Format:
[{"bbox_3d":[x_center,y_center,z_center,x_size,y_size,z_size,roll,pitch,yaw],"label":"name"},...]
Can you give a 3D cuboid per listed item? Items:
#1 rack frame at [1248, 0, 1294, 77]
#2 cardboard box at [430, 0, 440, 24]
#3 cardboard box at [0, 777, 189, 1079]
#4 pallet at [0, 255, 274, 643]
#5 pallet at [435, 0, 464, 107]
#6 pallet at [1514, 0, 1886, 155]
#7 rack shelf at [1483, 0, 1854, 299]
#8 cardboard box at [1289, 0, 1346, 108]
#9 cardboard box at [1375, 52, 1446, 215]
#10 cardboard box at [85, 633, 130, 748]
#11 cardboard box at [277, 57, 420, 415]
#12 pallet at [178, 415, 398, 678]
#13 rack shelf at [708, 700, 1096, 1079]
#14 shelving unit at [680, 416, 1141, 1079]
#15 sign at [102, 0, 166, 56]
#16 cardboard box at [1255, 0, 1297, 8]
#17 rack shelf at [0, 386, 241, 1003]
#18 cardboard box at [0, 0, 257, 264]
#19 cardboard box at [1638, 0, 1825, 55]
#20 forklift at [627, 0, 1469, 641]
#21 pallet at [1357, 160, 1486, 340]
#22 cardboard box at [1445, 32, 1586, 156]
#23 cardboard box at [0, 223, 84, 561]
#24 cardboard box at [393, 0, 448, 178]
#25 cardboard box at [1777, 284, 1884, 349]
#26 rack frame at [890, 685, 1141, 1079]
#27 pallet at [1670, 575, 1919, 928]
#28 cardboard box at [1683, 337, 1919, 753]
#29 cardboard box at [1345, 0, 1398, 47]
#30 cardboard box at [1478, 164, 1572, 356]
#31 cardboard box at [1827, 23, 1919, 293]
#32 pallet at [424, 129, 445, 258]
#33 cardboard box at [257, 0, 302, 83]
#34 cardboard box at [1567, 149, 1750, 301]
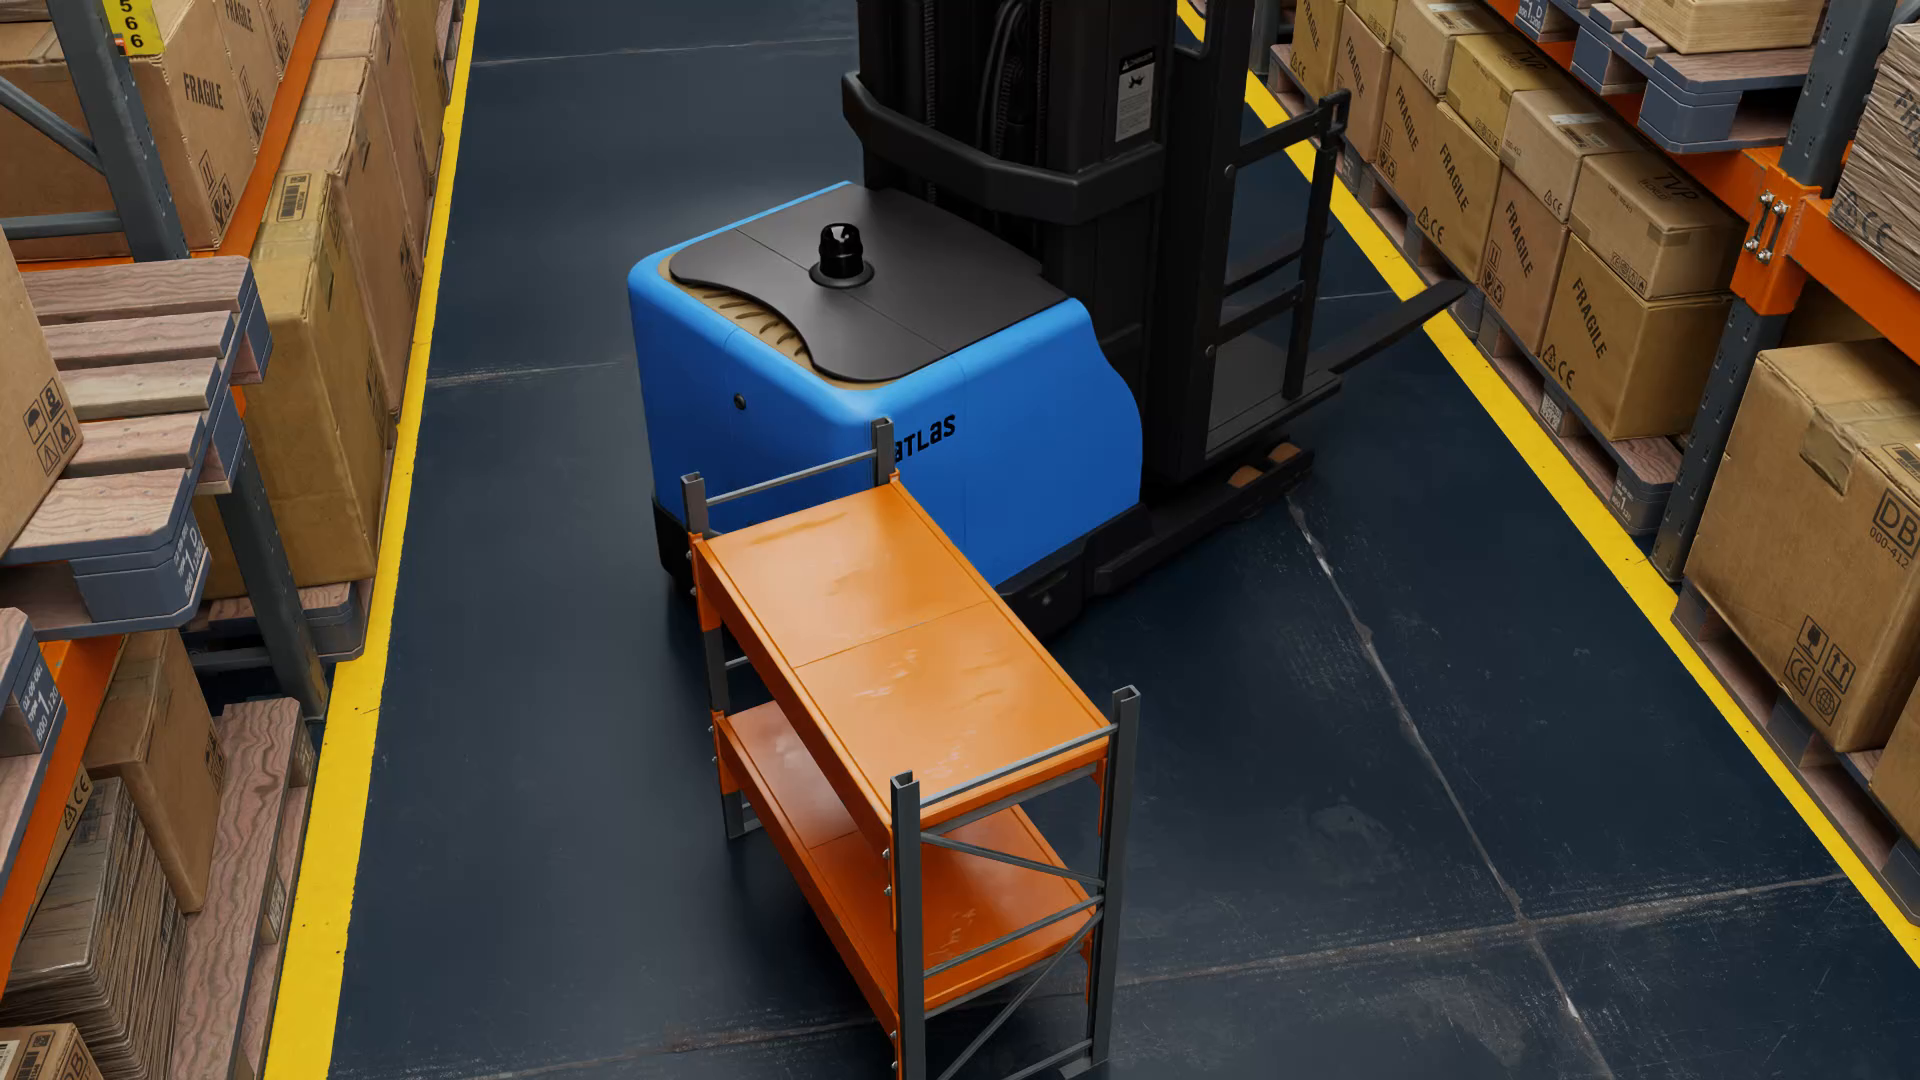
[{"bbox_3d":[1.939,-3.552,7.378,1.000,3.000,0.127,-6,38,-8],"label":"rack frame"},{"bbox_3d":[-2.999,-2.814,7.817,0.875,0.875,0.875,-6,38,-8],"label":"cardboard box"},{"bbox_3d":[-2.014,0.886,3.344,0.700,0.500,0.500,-9,39,-12],"label":"cardboard box"},{"bbox_3d":[-2.031,-0.169,3.179,1.213,0.211,1.003,-6,38,-8],"label":"pallet"},{"bbox_3d":[-3.018,-2.446,8.227,1.003,0.211,1.213,-6,38,-8],"label":"pallet"},{"bbox_3d":[2.410,-1.480,4.866,1.213,0.211,1.003,-6,38,-8],"label":"pallet"},{"bbox_3d":[2.290,-2.060,6.043,1.077,0.370,4.000,-6,38,-8],"label":"rack shelf"},{"bbox_3d":[1.807,-2.256,7.404,0.500,0.500,0.500,-5,38,-6],"label":"cardboard box"},{"bbox_3d":[2.007,-1.622,6.588,0.500,0.500,0.500,-6,38,-7],"label":"cardboard box"},{"bbox_3d":[-2.114,0.255,3.545,0.500,0.250,0.500,-5,38,-6],"label":"cardboard box"},{"bbox_3d":[-2.510,-0.949,5.416,1.225,0.875,0.875,-6,38,-8],"label":"cardboard box"},{"bbox_3d":[-2.325,-0.047,5.138,1.003,0.211,1.213,-6,38,-8],"label":"pallet"},{"bbox_3d":[-0.136,0.711,3.817,0.538,0.278,1.000,-18,41,-22],"label":"rack shelf"},{"bbox_3d":[-0.136,0.518,3.667,0.538,1.125,1.048,-18,41,-22],"label":"shelving unit"},{"bbox_3d":[-1.728,-1.154,3.411,0.100,0.325,0.005,-6,38,-8],"label":"sign"},{"bbox_3d":[1.535,-2.793,8.381,0.380,0.149,0.250,-6,38,-7],"label":"cardboard box"},{"bbox_3d":[-1.910,0.828,2.325,1.077,0.370,4.000,-6,38,-8],"label":"rack shelf"},{"bbox_3d":[-2.078,-1.026,4.044,0.500,0.500,0.500,-5,38,-7],"label":"cardboard box"},{"bbox_3d":[2.101,-1.451,4.536,0.380,0.149,0.250,-6,38,-7],"label":"cardboard box"},{"bbox_3d":[0.519,-1.441,4.716,3.031,2.935,1.130,-29,46,-32],"label":"forklift"},{"bbox_3d":[2.294,-1.243,6.677,1.003,0.211,1.213,-6,38,-8],"label":"pallet"},{"bbox_3d":[2.089,-1.609,5.960,0.500,0.250,0.500,-5,38,-7],"label":"cardboard box"},{"bbox_3d":[-1.930,-0.221,2.666,0.700,0.500,0.500,-1,38,-1],"label":"cardboard box"},{"bbox_3d":[-2.830,-2.022,6.798,1.225,0.875,0.875,-6,38,-8],"label":"cardboard box"},{"bbox_3d":[2.767,-0.770,5.491,0.500,0.500,0.500,-8,39,-10],"label":"cardboard box"},{"bbox_3d":[0.105,0.792,3.314,0.500,1.125,0.032,-18,41,-22],"label":"rack frame"},{"bbox_3d":[2.704,0.449,4.500,1.003,0.211,1.213,-6,38,-8],"label":"pallet"},{"bbox_3d":[2.658,-0.036,4.343,1.050,0.750,0.750,-7,38,-9],"label":"cardboard box"},{"bbox_3d":[1.904,-2.231,6.761,0.500,0.250,0.500,-5,38,-7],"label":"cardboard box"},{"bbox_3d":[2.180,-0.998,5.785,0.500,0.500,0.500,-5,38,-6],"label":"cardboard box"},{"bbox_3d":[2.453,-0.876,3.851,0.500,0.500,0.500,-6,38,-7],"label":"cardboard box"},{"bbox_3d":[-2.752,-1.521,7.035,1.003,0.211,1.213,-6,38,-8],"label":"pallet"},{"bbox_3d":[-2.264,-1.647,4.843,0.500,0.500,0.500,-7,38,-9],"label":"cardboard box"},{"bbox_3d":[2.262,-0.996,5.171,0.500,0.250,0.500,-7,38,-9],"label":"cardboard box"}]
